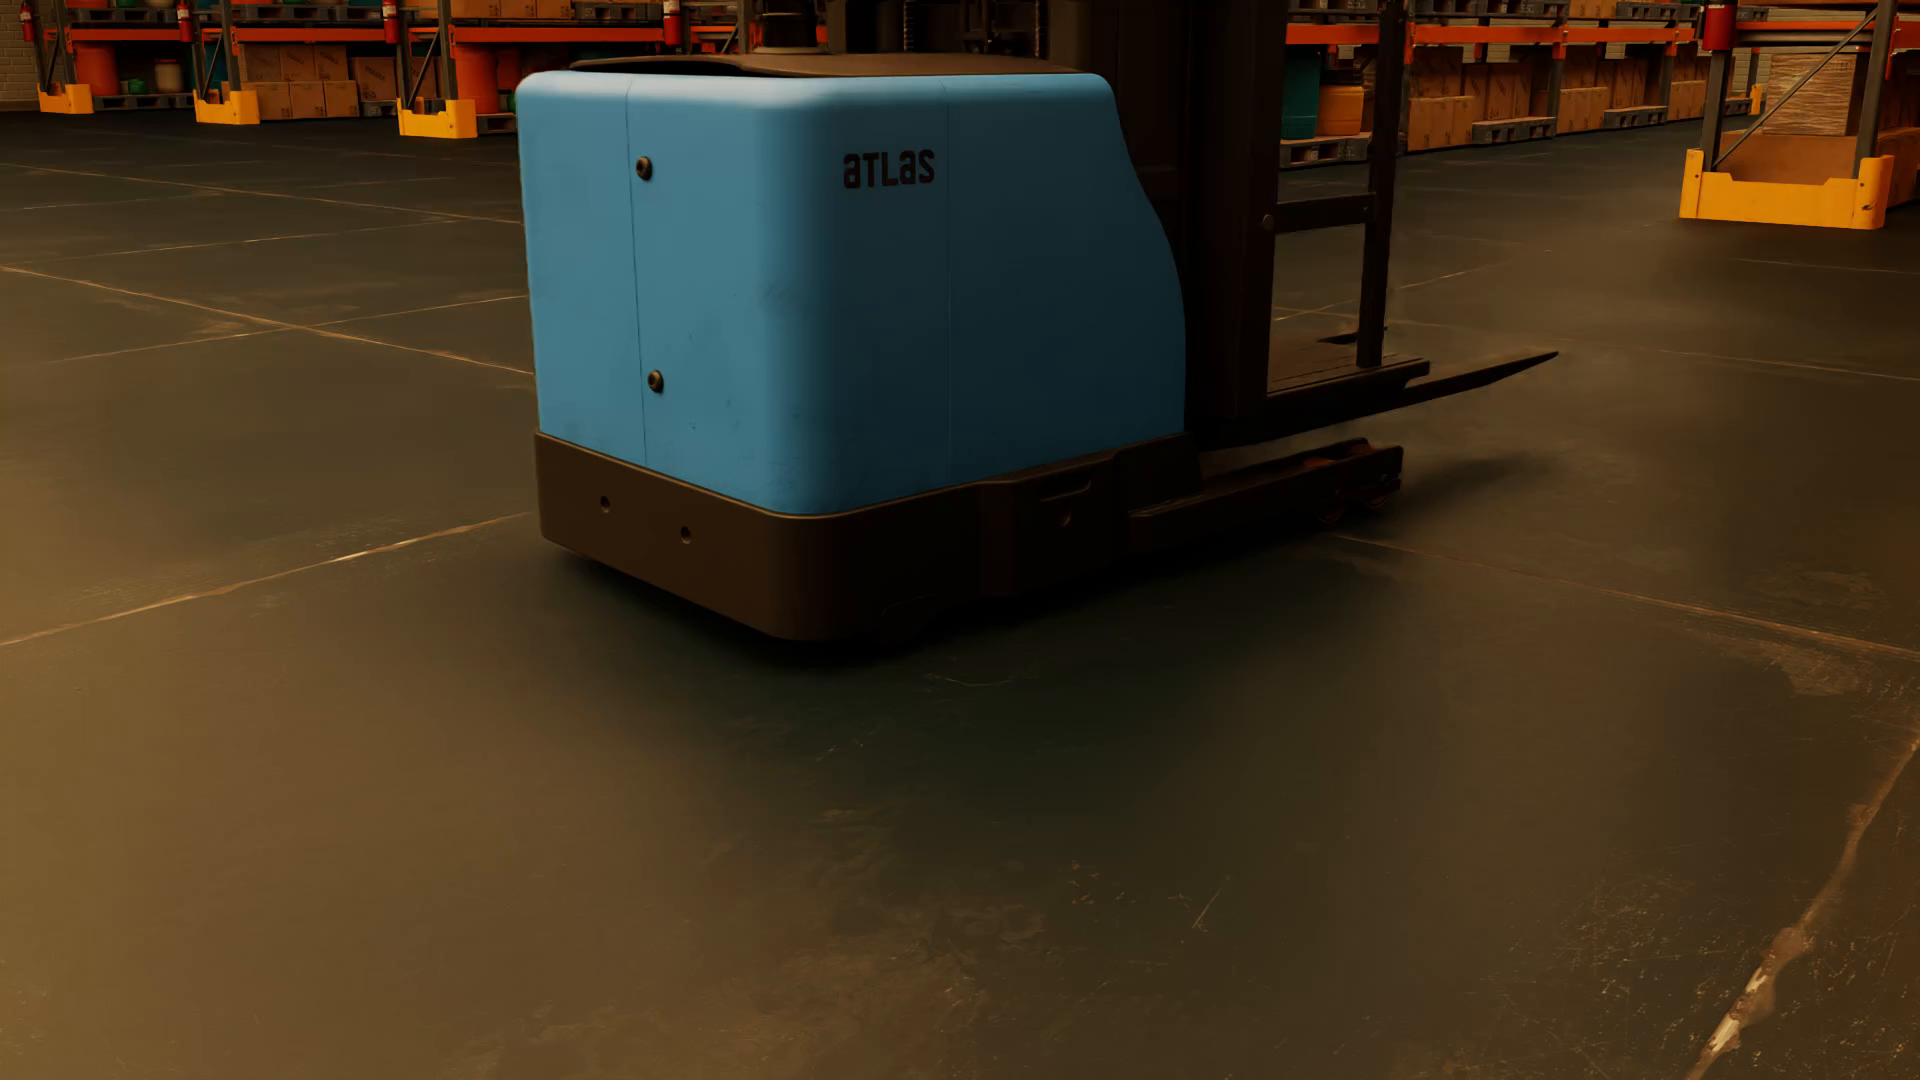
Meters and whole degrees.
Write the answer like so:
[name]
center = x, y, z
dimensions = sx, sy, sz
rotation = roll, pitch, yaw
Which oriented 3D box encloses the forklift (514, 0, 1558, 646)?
[forklift]
center = 0.482, -1.540, 3.971
dimensions = 3.031, 2.935, 1.130
rotation = -15, 22, -40
